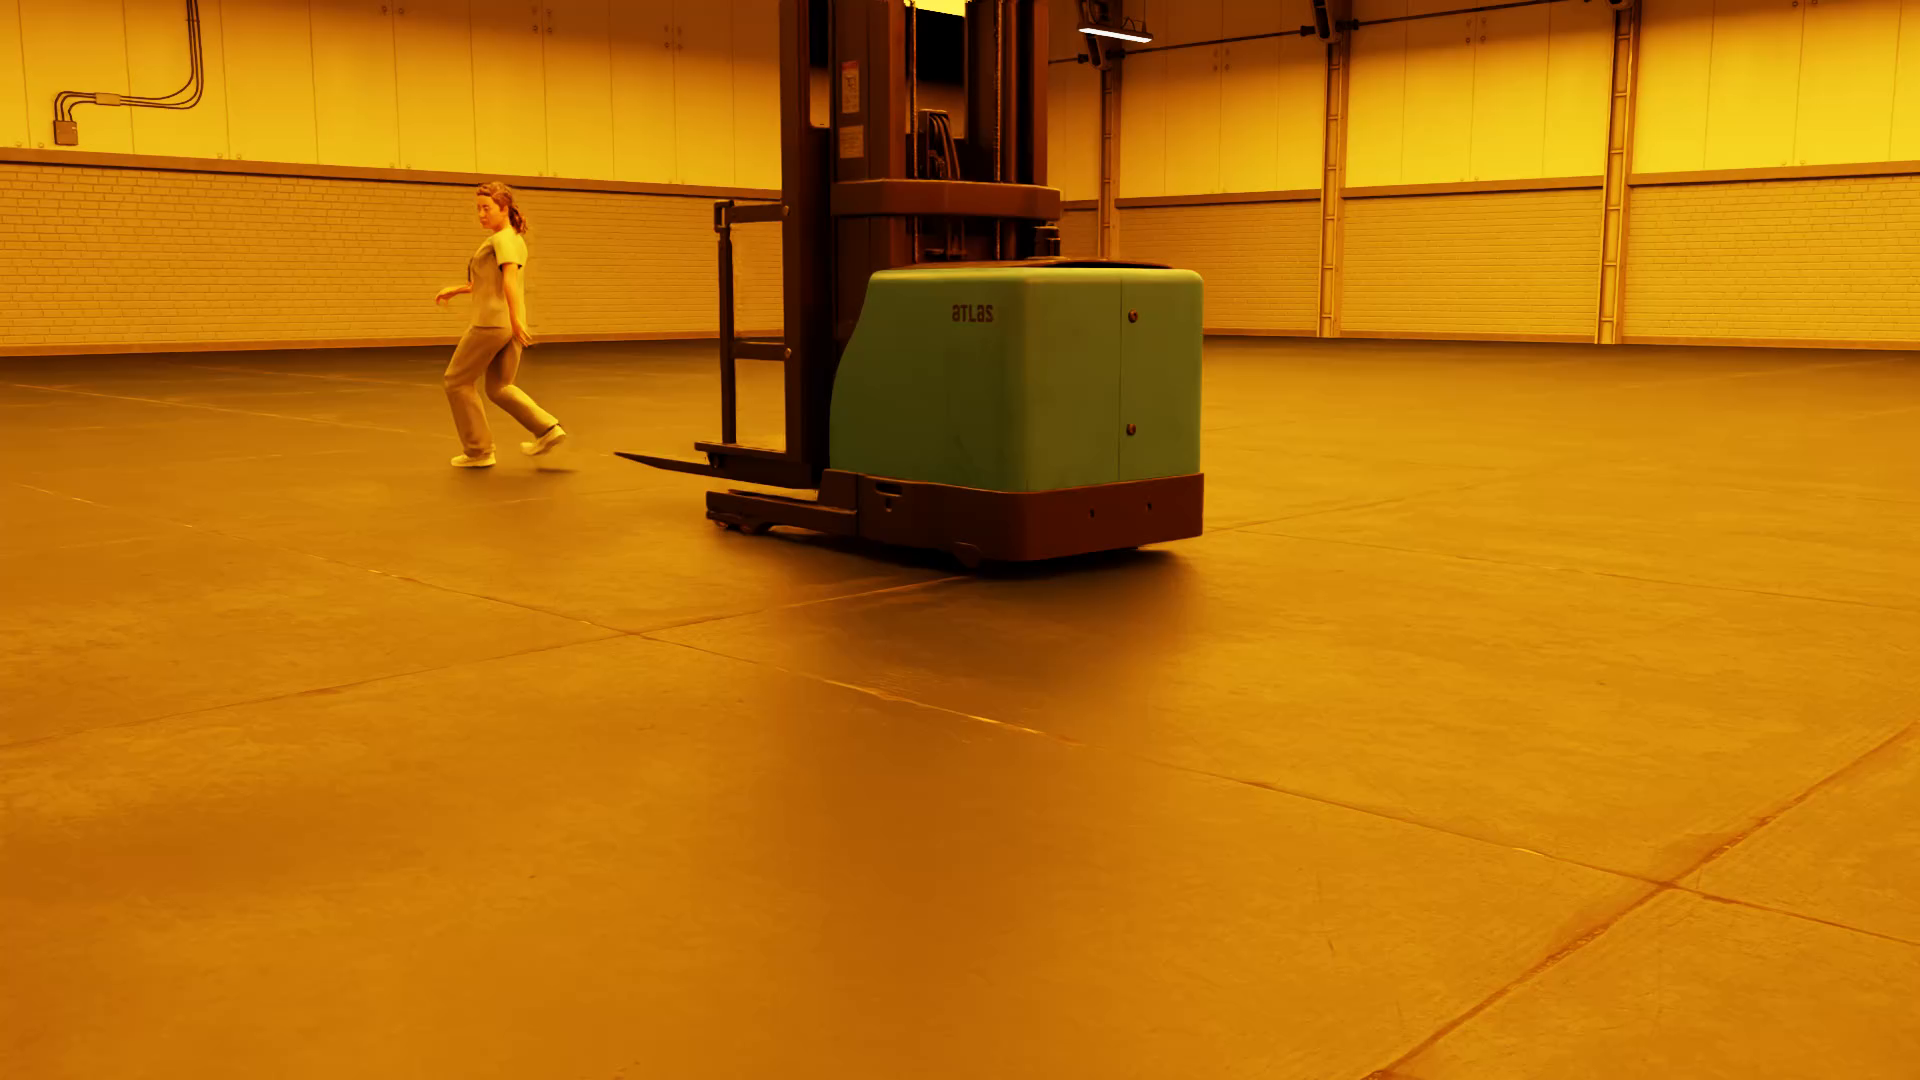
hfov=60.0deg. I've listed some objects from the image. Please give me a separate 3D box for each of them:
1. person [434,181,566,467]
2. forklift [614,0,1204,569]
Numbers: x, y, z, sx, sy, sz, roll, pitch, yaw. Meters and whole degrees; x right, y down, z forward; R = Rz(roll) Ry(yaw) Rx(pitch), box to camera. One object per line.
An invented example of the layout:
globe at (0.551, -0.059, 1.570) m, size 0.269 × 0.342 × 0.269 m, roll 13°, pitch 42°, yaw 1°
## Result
person at (-2.611, -1.195, 9.334) m, size 0.711 × 1.604 × 0.522 m, roll 2°, pitch 9°, yaw 16°
forklift at (-0.423, -1.517, 6.947) m, size 1.130 × 2.935 × 3.031 m, roll -7°, pitch 11°, yaw -41°
